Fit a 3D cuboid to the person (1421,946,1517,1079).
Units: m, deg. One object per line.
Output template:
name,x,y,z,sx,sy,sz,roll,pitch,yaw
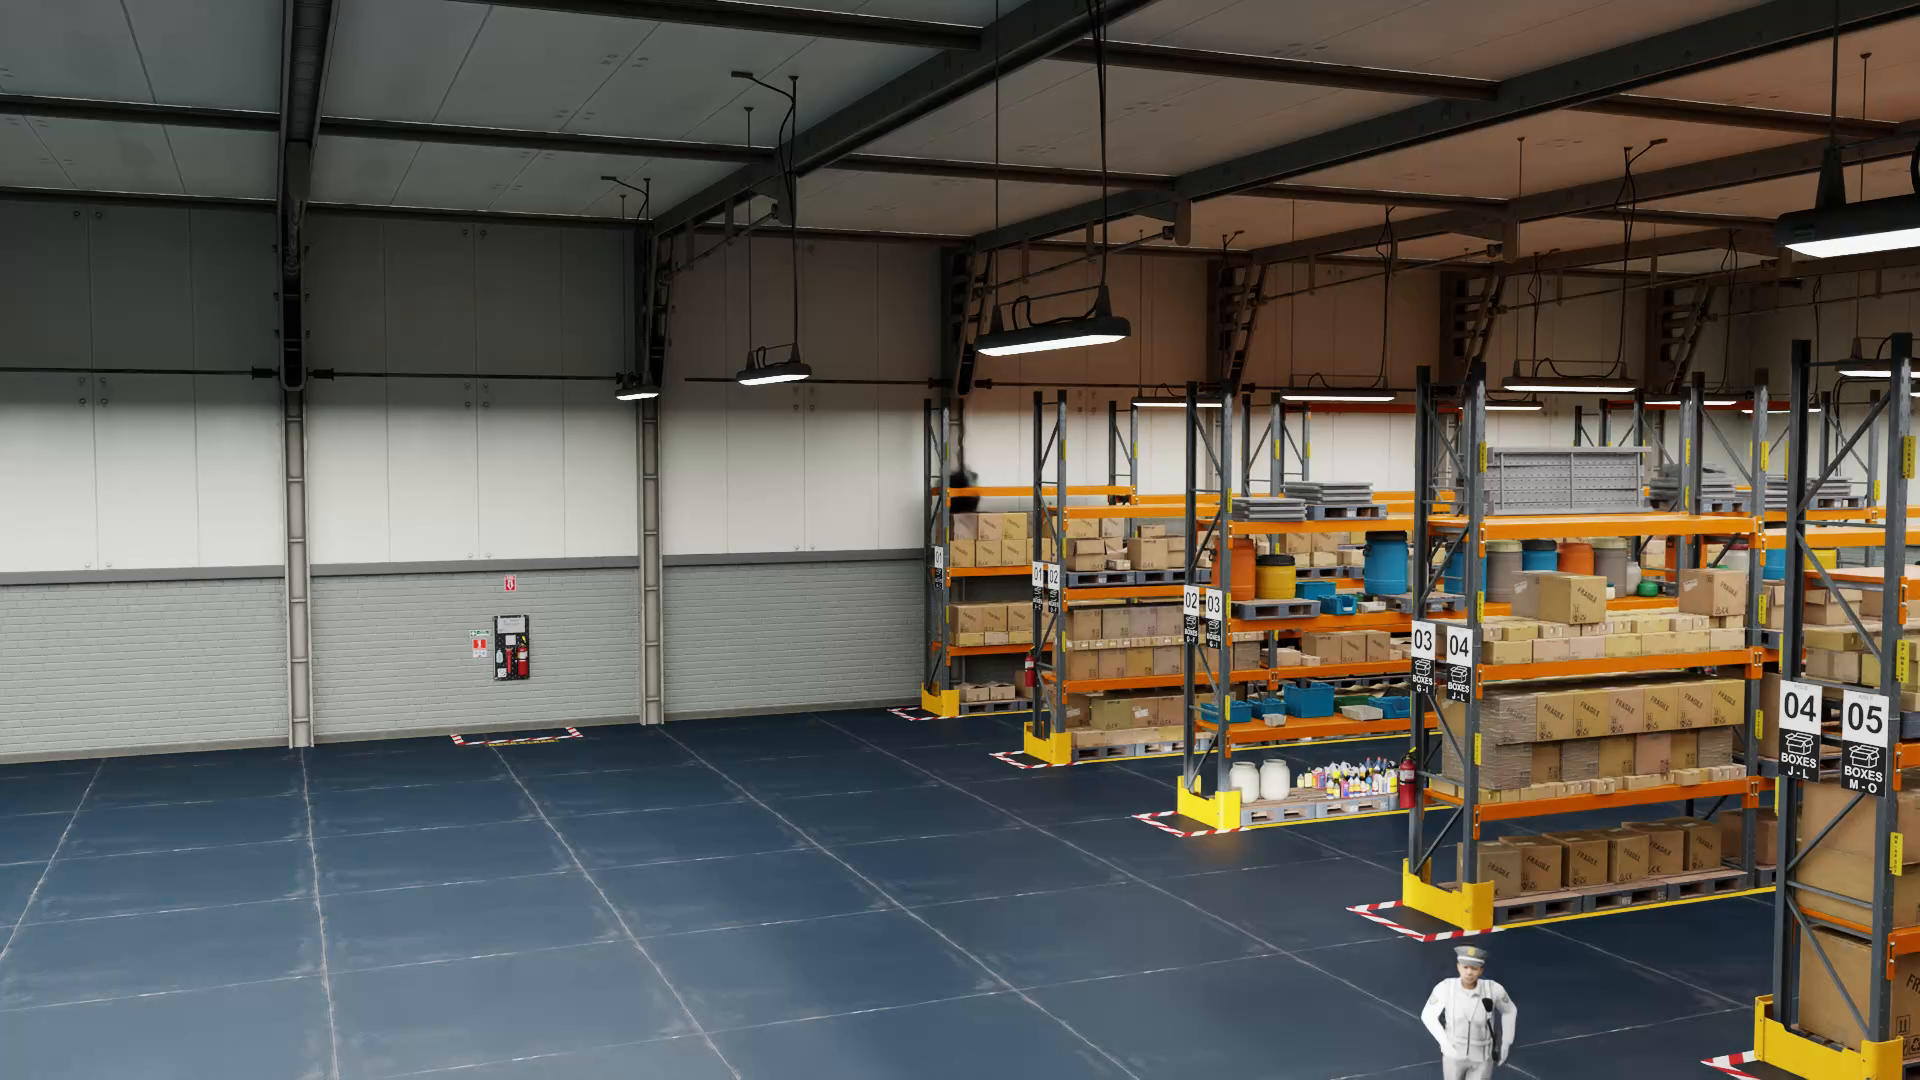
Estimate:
person,3.574,3.637,11.694,0.639,1.682,0.949,1,4,20
